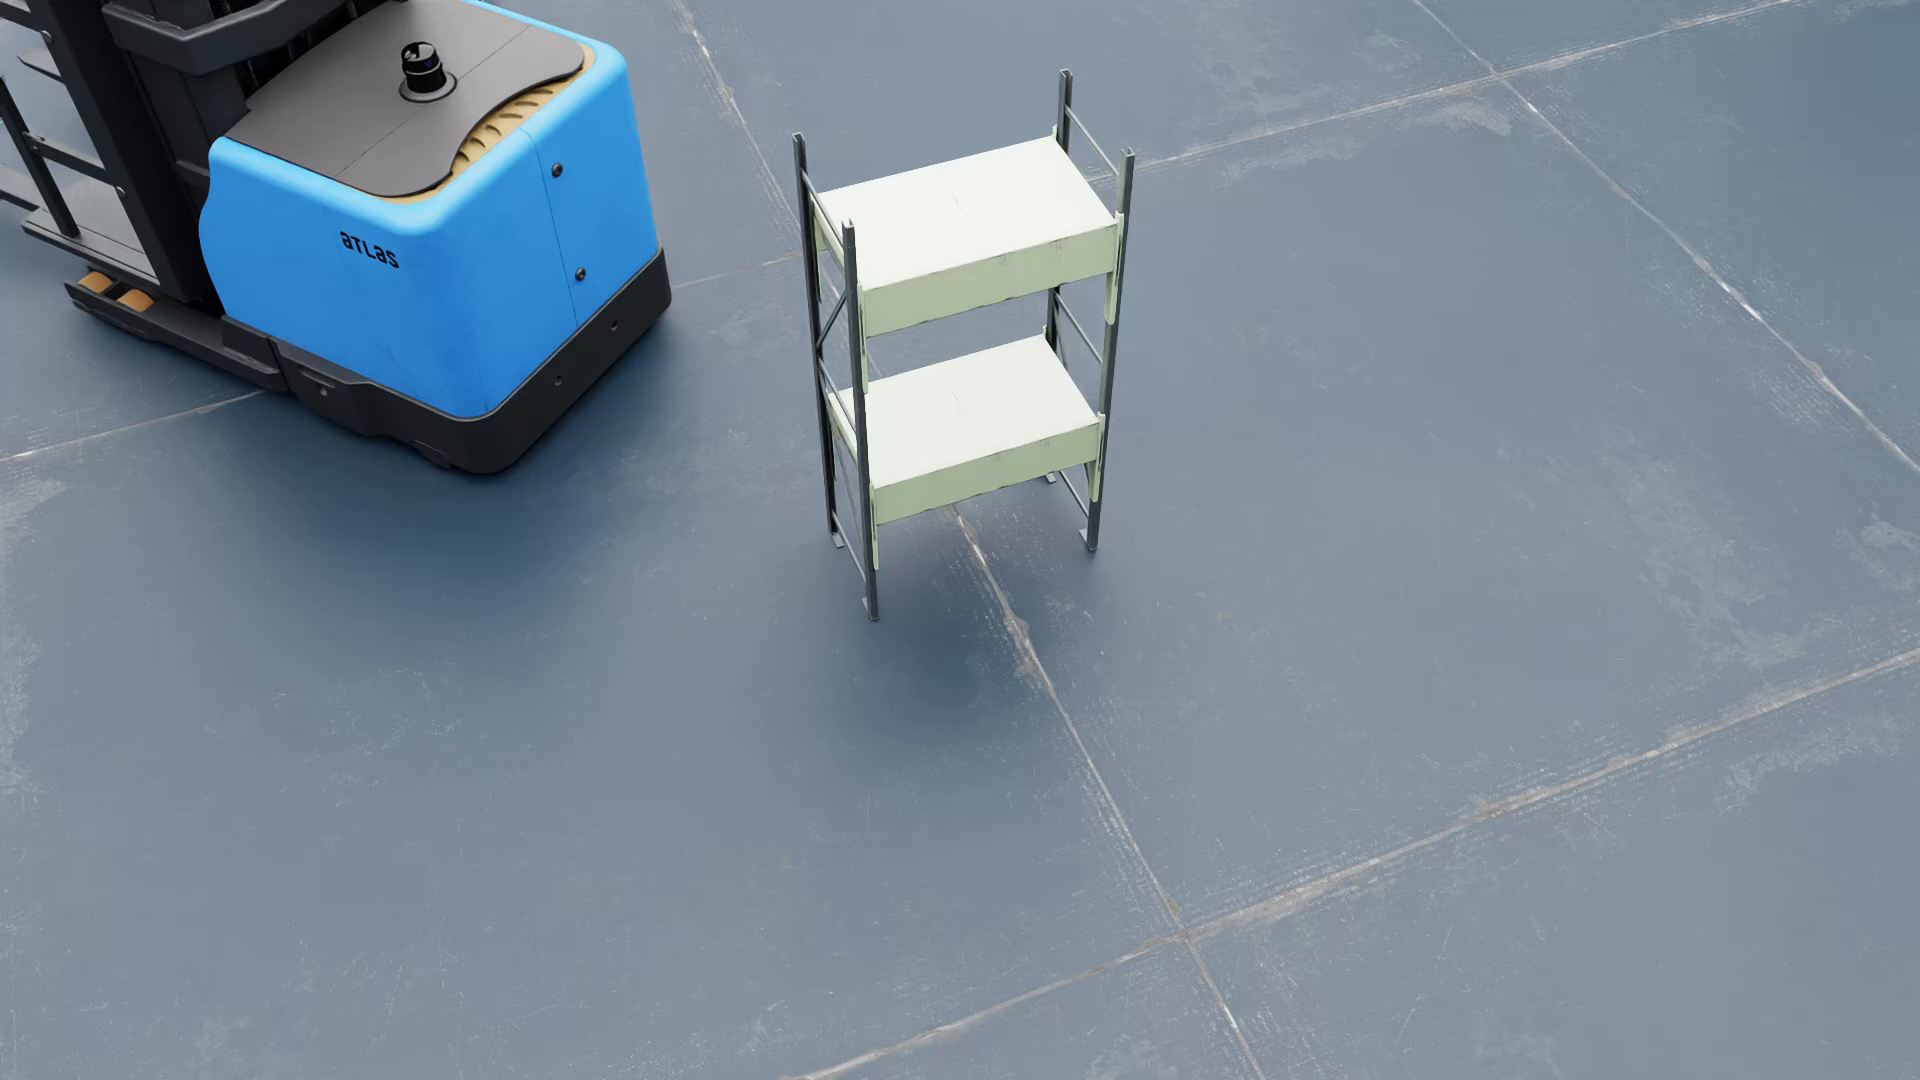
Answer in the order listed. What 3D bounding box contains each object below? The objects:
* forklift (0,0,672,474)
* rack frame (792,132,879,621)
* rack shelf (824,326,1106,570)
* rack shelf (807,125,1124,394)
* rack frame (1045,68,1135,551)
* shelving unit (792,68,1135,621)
[{"bbox_3d":[-2.561,-1.996,5.033,3.031,2.935,1.130,23,53,18],"label":"forklift"},{"bbox_3d":[-0.333,-0.386,4.593,0.023,1.500,0.400,-17,52,-14],"label":"rack frame"},{"bbox_3d":[0.006,-0.278,4.930,0.720,0.370,0.431,-17,52,-14],"label":"rack shelf"},{"bbox_3d":[0.006,-0.745,4.387,0.720,0.370,0.431,-17,52,-14],"label":"rack shelf"},{"bbox_3d":[0.345,-0.596,4.773,0.023,1.500,0.400,-17,52,-14],"label":"rack frame"},{"bbox_3d":[0.006,-0.491,4.683,0.755,1.500,0.431,-17,52,-14],"label":"shelving unit"}]
